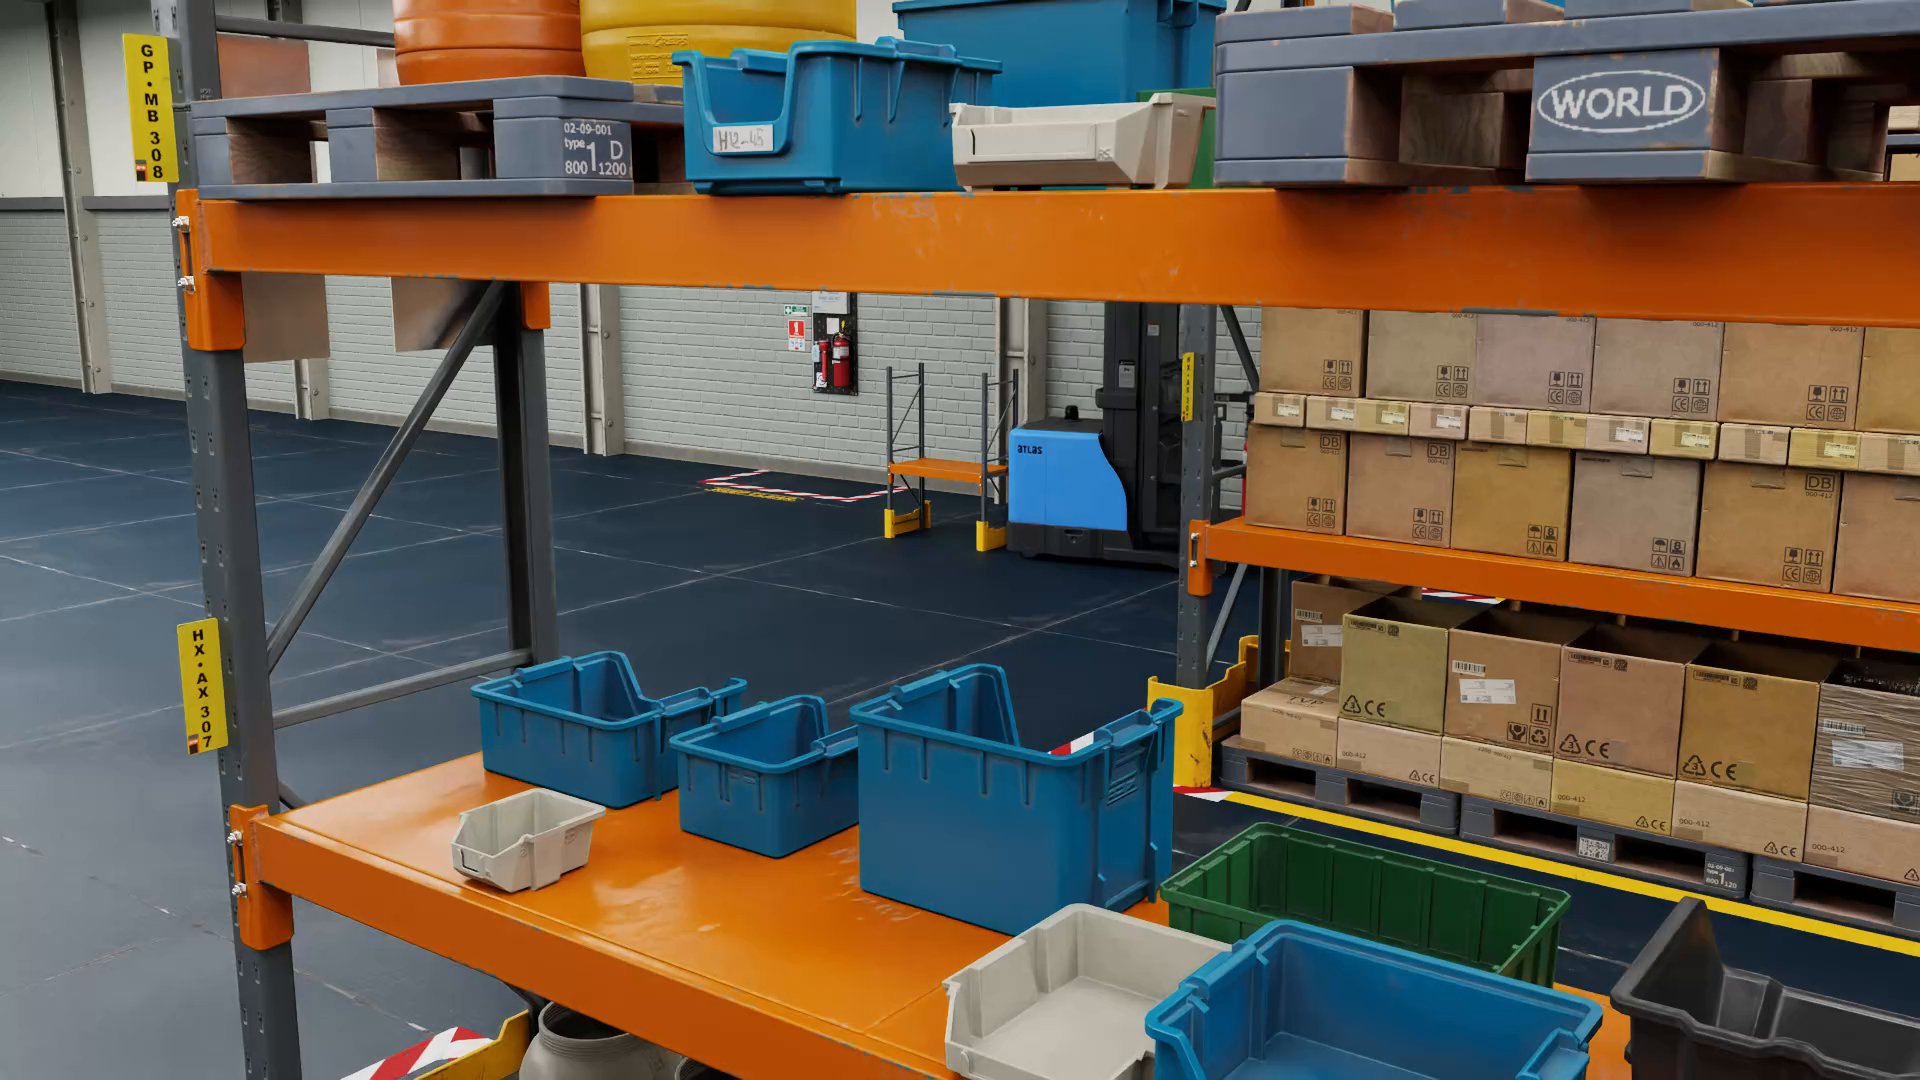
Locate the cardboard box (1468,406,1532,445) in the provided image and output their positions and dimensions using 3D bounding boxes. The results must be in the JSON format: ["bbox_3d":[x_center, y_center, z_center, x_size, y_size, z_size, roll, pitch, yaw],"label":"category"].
[{"bbox_3d":[2.438,-0.523,7.367,0.250,0.149,0.380,7,13,34],"label":"cardboard box"}]

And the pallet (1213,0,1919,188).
[{"bbox_3d":[1.066,-0.587,2.268,1.003,0.211,1.213,8,13,36],"label":"pallet"}]

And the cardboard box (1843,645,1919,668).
[{"bbox_3d":[4.044,0.722,7.062,0.500,0.500,0.500,8,13,36],"label":"cardboard box"}]

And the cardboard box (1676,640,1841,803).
[{"bbox_3d":[3.336,0.744,6.944,0.500,0.500,0.500,8,13,36],"label":"cardboard box"}]

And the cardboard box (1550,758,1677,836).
[{"bbox_3d":[2.925,1.058,7.295,0.500,0.250,0.500,8,13,36],"label":"cardboard box"}]

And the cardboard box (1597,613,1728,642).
[{"bbox_3d":[3.242,0.608,7.648,0.500,0.500,0.500,8,13,36],"label":"cardboard box"}]

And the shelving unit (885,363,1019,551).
[{"bbox_3d":[-0.061,-0.745,14.432,1.083,1.500,0.587,8,13,36],"label":"shelving unit"}]

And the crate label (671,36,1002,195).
[{"bbox_3d":[-0.205,-0.729,2.897,0.408,0.251,0.502,8,13,36],"label":"crate label"}]

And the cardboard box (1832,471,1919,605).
[{"bbox_3d":[3.850,-0.055,6.655,0.500,0.500,0.700,8,13,35],"label":"cardboard box"}]

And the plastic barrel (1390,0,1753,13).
[{"bbox_3d":[0.967,-1.194,2.483,0.708,0.901,0.600,8,13,36],"label":"plastic barrel"}]

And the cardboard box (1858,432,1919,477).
[{"bbox_3d":[3.672,-0.351,6.475,0.250,0.149,0.380,8,13,35],"label":"cardboard box"}]

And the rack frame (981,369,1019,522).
[{"bbox_3d":[0.341,-0.689,14.141,0.032,1.500,0.500,8,13,36],"label":"rack frame"}]

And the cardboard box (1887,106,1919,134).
[{"bbox_3d":[3.507,-1.617,6.281,0.250,0.149,0.380,8,13,36],"label":"cardboard box"}]

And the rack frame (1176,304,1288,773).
[{"bbox_3d":[1.416,-0.349,8.435,0.127,3.000,1.000,8,13,36],"label":"rack frame"}]

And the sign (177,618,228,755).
[{"bbox_3d":[-1.848,0.357,4.058,0.005,0.325,0.100,8,13,36],"label":"sign"}]

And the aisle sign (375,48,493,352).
[{"bbox_3d":[-1.401,-0.921,4.547,0.004,0.787,0.394,8,13,36],"label":"aisle sign"}]

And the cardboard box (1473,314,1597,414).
[{"bbox_3d":[2.662,-0.859,7.396,0.500,0.500,0.700,8,14,36],"label":"cardboard box"}]

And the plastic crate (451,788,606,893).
[{"bbox_3d":[-0.988,0.689,3.768,0.250,0.136,0.298,8,13,36],"label":"plastic crate"}]

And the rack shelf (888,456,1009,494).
[{"bbox_3d":[-0.069,-0.569,14.471,1.000,0.185,0.538,8,13,36],"label":"rack shelf"}]

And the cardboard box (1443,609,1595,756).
[{"bbox_3d":[2.532,0.631,7.528,0.500,0.500,0.500,8,13,36],"label":"cardboard box"}]

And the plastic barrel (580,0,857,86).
[{"bbox_3d":[-0.524,-1.253,3.613,0.600,0.588,0.600,0,11,0],"label":"plastic barrel"}]

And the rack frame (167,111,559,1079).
[{"bbox_3d":[-1.518,0.409,4.517,0.127,3.000,1.000,8,13,36],"label":"rack frame"}]

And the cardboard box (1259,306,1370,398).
[{"bbox_3d":[1.828,-0.974,7.990,0.500,0.500,0.700,8,14,36],"label":"cardboard box"}]

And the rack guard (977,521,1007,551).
[{"bbox_3d":[0.340,-0.075,14.261,0.087,0.250,0.587,8,13,36],"label":"rack guard"}]

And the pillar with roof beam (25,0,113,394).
[{"bbox_3d":[-16.470,-6.146,22.605,0.548,9.000,9.100,8,13,36],"label":"pillar with roof beam"}]

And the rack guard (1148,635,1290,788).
[{"bbox_3d":[1.397,0.876,8.686,0.348,0.500,1.175,8,13,36],"label":"rack guard"}]

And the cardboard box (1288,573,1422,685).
[{"bbox_3d":[2.025,0.442,8.509,0.500,0.500,0.500,8,13,36],"label":"cardboard box"}]

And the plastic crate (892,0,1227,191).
[{"bbox_3d":[0.197,-0.887,3.364,0.575,0.384,0.392,8,13,36],"label":"plastic crate"}]

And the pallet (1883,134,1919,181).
[{"bbox_3d":[3.938,-1.420,6.309,1.213,0.211,1.003,8,13,36],"label":"pallet"}]

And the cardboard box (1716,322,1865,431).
[{"bbox_3d":[3.468,-0.747,6.815,0.500,0.500,0.700,8,13,36],"label":"cardboard box"}]

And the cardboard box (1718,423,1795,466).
[{"bbox_3d":[3.272,-0.407,6.767,0.250,0.149,0.380,8,14,37],"label":"cardboard box"}]

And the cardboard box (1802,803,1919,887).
[{"bbox_3d":[3.740,1.168,6.726,0.500,0.250,0.500,8,13,36],"label":"cardboard box"}]

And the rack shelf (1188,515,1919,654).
[{"bbox_3d":[3.029,0.229,7.341,4.000,0.370,1.077,8,13,36],"label":"rack shelf"}]

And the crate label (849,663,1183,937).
[{"bbox_3d":[0.125,0.557,3.658,0.616,0.435,0.502,8,13,36],"label":"crate label"}]

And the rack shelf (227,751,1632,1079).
[{"bbox_3d":[0.094,0.987,3.423,4.000,0.370,1.077,8,13,36],"label":"rack shelf"}]

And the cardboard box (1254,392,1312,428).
[{"bbox_3d":[1.605,-0.639,7.965,0.250,0.149,0.380,8,13,35],"label":"cardboard box"}]

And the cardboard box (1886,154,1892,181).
[{"bbox_3d":[5.744,-2.383,10.735,0.500,0.500,0.500,9,14,39],"label":"cardboard box"}]

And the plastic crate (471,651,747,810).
[{"bbox_3d":[-0.938,0.493,4.477,0.616,0.251,0.499,8,13,36],"label":"plastic crate"}]

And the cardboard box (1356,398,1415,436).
[{"bbox_3d":[2.020,-0.582,7.668,0.250,0.149,0.380,8,14,36],"label":"cardboard box"}]

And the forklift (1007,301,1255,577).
[{"bbox_3d":[1.949,-1.260,13.328,3.031,2.935,1.130,5,12,23],"label":"forklift"}]

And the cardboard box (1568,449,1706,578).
[{"bbox_3d":[3.035,-0.170,7.246,0.500,0.500,0.700,8,14,37],"label":"cardboard box"}]

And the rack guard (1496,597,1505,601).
[{"bbox_3d":[4.407,0.128,12.550,0.348,0.500,1.175,8,13,36],"label":"rack guard"}]

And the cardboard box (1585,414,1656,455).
[{"bbox_3d":[2.844,-0.466,7.071,0.250,0.149,0.380,8,14,36],"label":"cardboard box"}]

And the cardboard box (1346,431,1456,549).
[{"bbox_3d":[2.211,-0.285,7.842,0.500,0.500,0.700,8,14,37],"label":"cardboard box"}]

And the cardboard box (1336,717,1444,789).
[{"bbox_3d":[2.122,0.945,7.881,0.500,0.250,0.500,8,13,36],"label":"cardboard box"}]

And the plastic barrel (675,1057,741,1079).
[{"bbox_3d":[-0.539,1.543,4.100,0.421,0.512,0.421,0,11,0],"label":"plastic barrel"}]

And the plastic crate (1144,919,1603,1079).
[{"bbox_3d":[0.653,0.849,2.635,0.616,0.251,0.499,8,13,36],"label":"plastic crate"}]

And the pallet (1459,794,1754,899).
[{"bbox_3d":[3.037,1.237,7.579,1.213,0.211,1.003,8,13,36],"label":"pallet"}]

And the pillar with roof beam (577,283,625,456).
[{"bbox_3d":[-6.798,-4.797,15.632,0.400,9.000,9.100,8,13,36],"label":"pillar with roof beam"}]

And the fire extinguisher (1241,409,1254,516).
[{"bbox_3d":[1.596,-0.395,8.878,0.183,0.674,0.296,8,13,36],"label":"fire extinguisher"}]

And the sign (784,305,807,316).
[{"bbox_3d":[-1.770,-2.473,17.927,0.331,0.109,0.001,8,13,36],"label":"sign"}]
